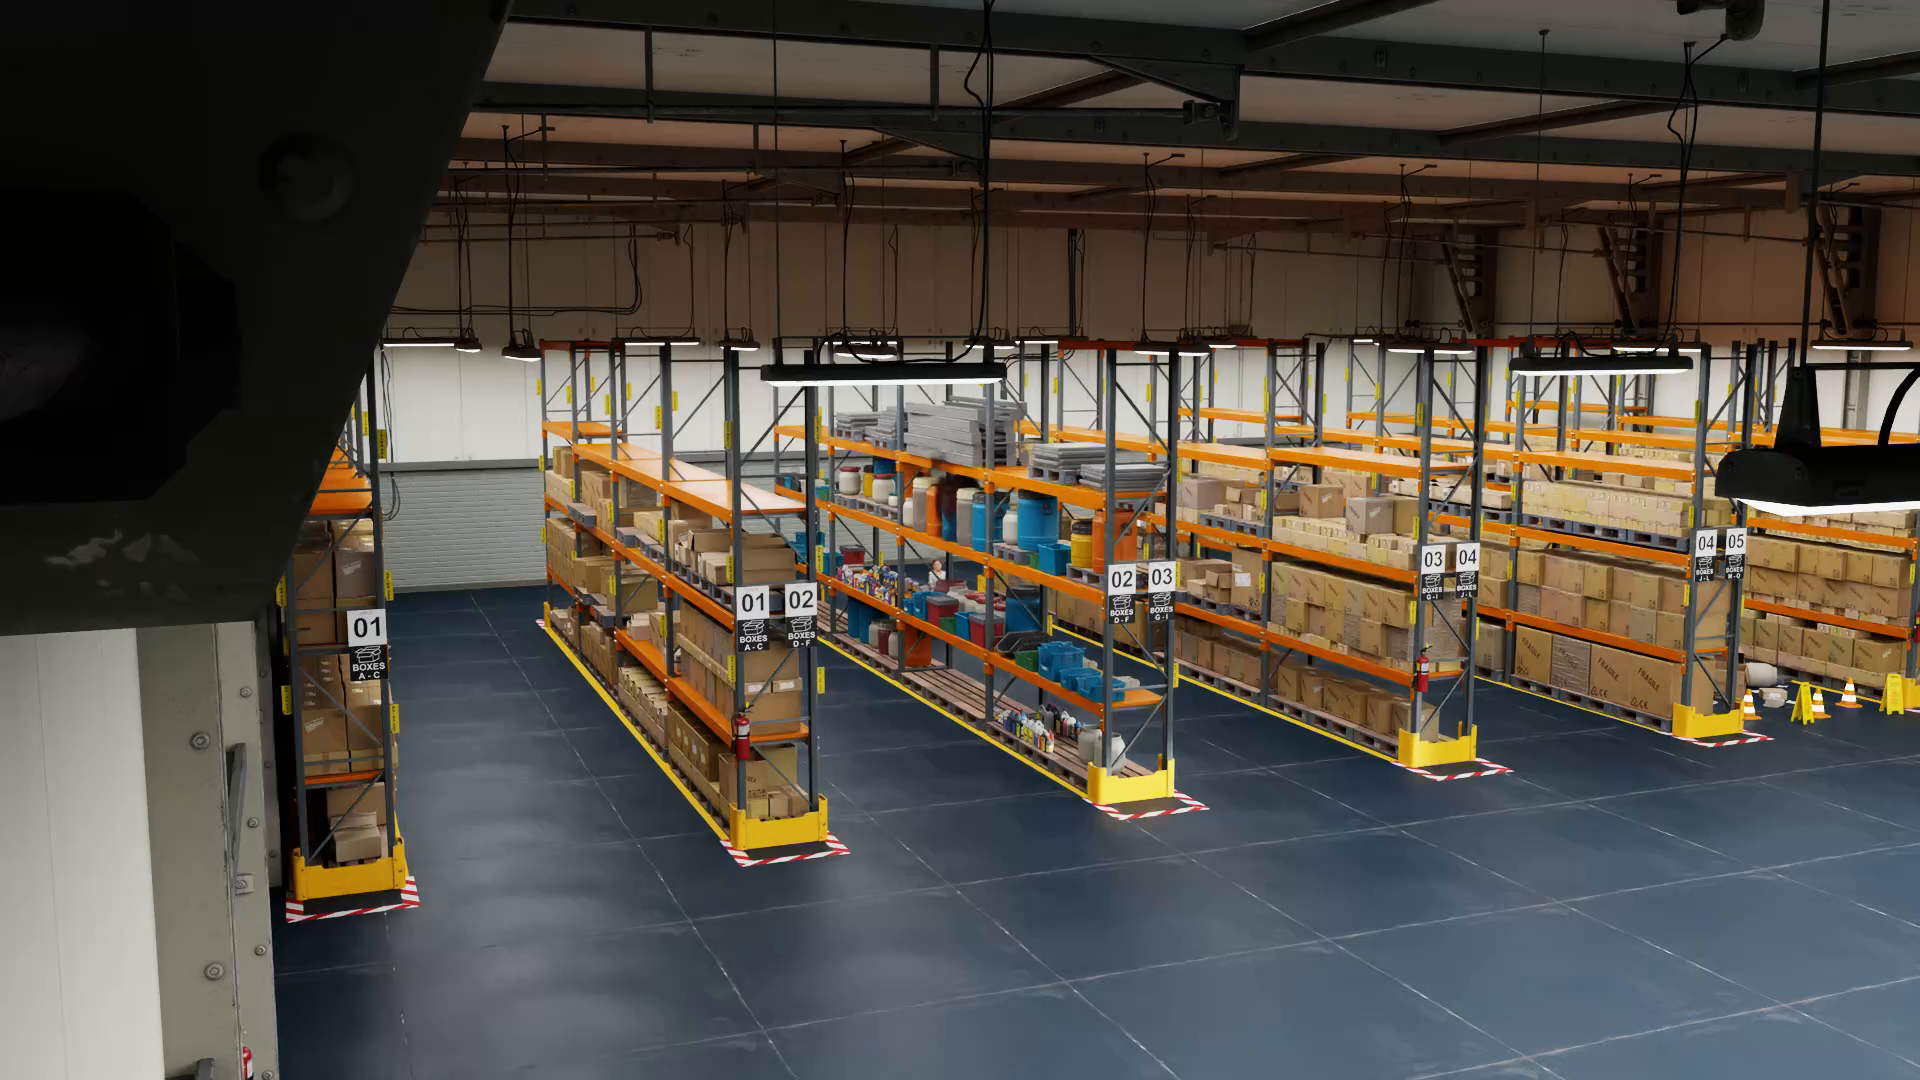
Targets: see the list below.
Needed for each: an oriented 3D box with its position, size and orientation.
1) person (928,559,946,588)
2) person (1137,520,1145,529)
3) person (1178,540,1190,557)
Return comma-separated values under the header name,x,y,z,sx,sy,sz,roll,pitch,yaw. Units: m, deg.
name,x,y,z,sx,sy,sz,roll,pitch,yaw
person,-0.355,1.178,33.359,0.578,1.617,0.895,-3,8,-24
person,4.455,-0.041,42.378,0.643,1.755,0.915,-3,8,-21
person,5.629,0.036,41.796,0.593,1.706,0.552,-4,8,-26
